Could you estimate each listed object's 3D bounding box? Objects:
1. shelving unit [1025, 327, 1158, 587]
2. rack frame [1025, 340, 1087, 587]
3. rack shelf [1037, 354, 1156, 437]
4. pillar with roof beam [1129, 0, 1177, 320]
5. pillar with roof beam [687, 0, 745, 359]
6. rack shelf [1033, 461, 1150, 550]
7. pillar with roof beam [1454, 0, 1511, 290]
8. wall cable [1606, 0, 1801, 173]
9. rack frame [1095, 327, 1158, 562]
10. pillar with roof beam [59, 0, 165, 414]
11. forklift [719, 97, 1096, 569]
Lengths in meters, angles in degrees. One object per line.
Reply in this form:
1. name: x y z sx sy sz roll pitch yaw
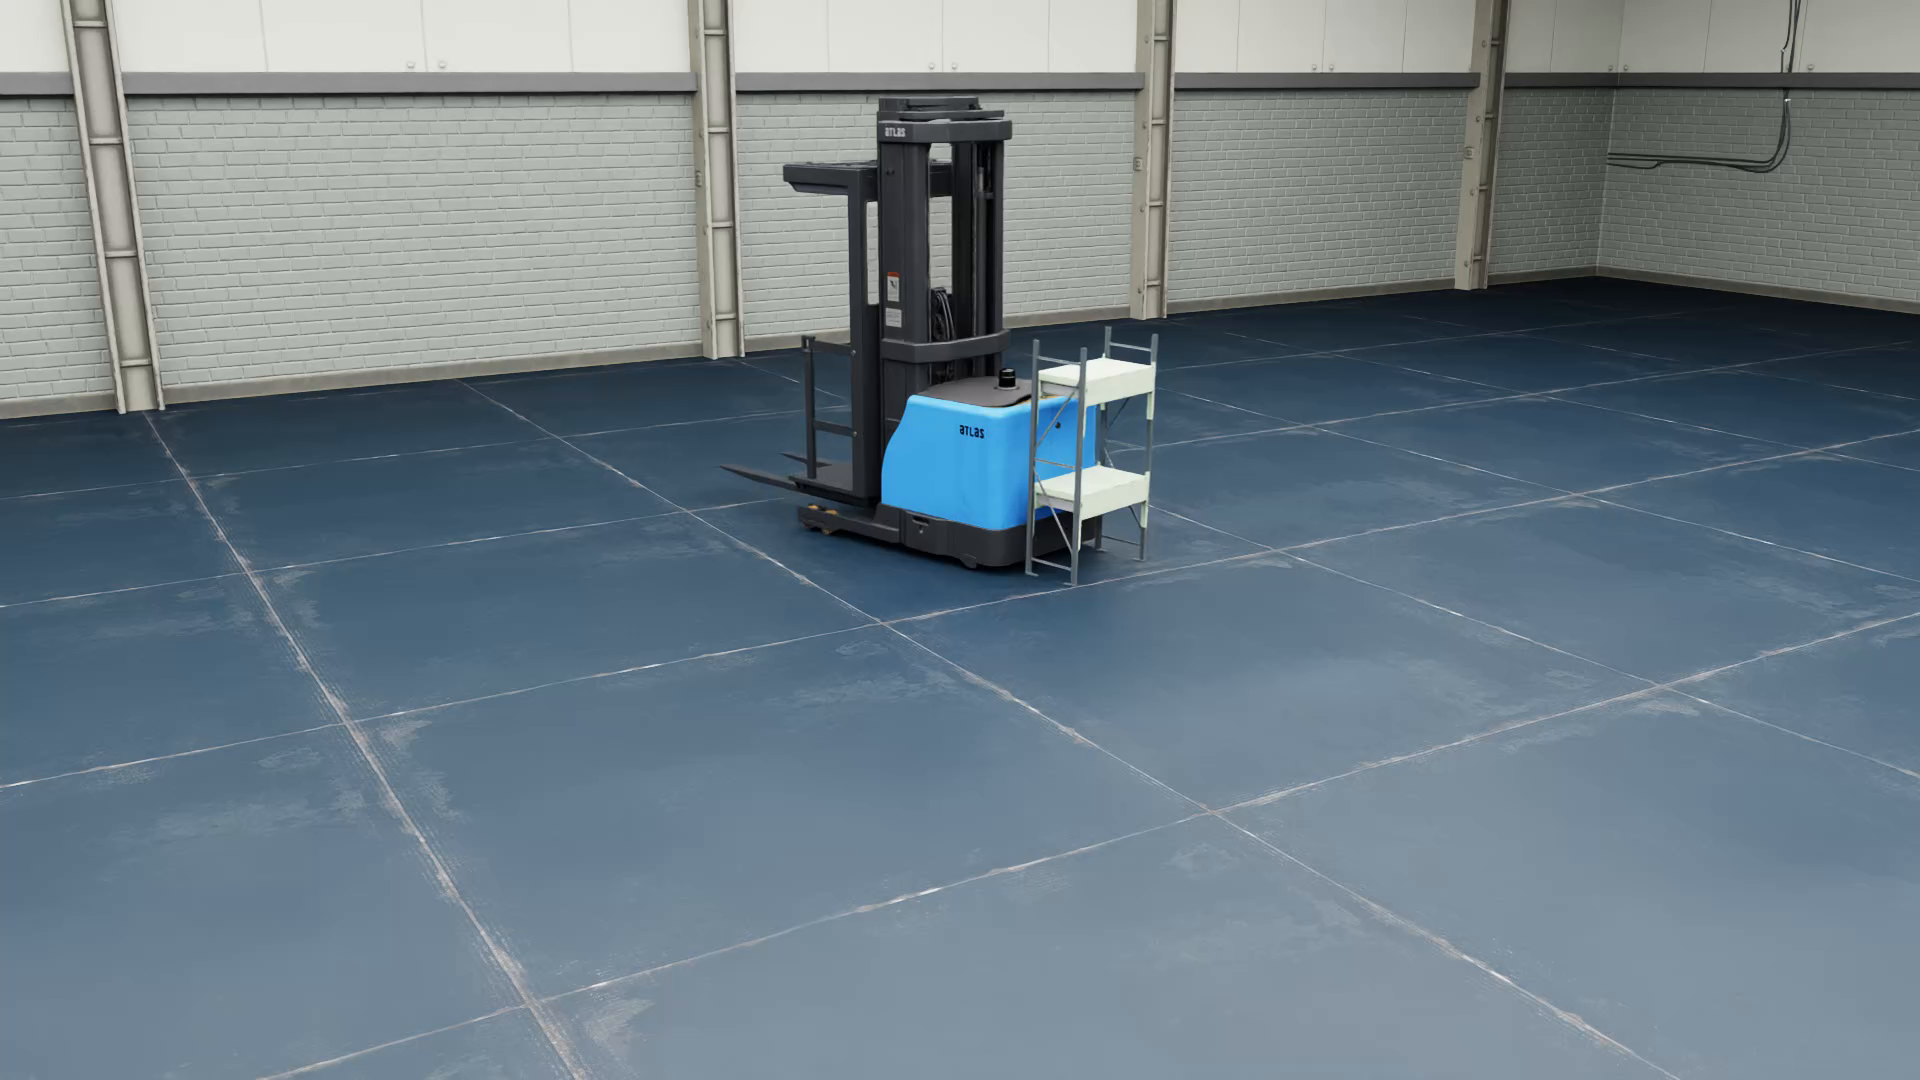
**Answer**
1. shelving unit: 0.832 -0.541 10.537 0.431 1.500 0.755 15 22 39
2. rack frame: 0.589 -0.467 10.274 0.400 1.500 0.023 15 22 39
3. rack shelf: 0.841 -0.915 10.424 0.431 0.370 0.720 15 22 39
4. pillar with roof beam: 4.680 -6.258 17.062 0.400 9.000 9.100 -9 18 -30
5. pillar with roof beam: -0.463 -5.424 14.087 0.400 9.000 9.100 -9 18 -30
6. rack shelf: 0.825 -0.229 10.631 0.431 0.370 0.720 15 22 39
7. pillar with roof beam: 9.824 -7.092 20.038 0.400 9.000 9.100 -9 18 -30
8. wall cable: 10.813 -6.696 24.379 0.112 2.526 3.097 -9 18 -30
9. rack frame: 1.076 -0.615 10.800 0.400 1.500 0.023 15 22 39
10. pillar with roof beam: -5.606 -4.590 11.112 0.400 9.000 9.100 -9 18 -30
11. forklift: -0.500 -1.545 11.490 3.031 2.935 1.130 14 21 42
